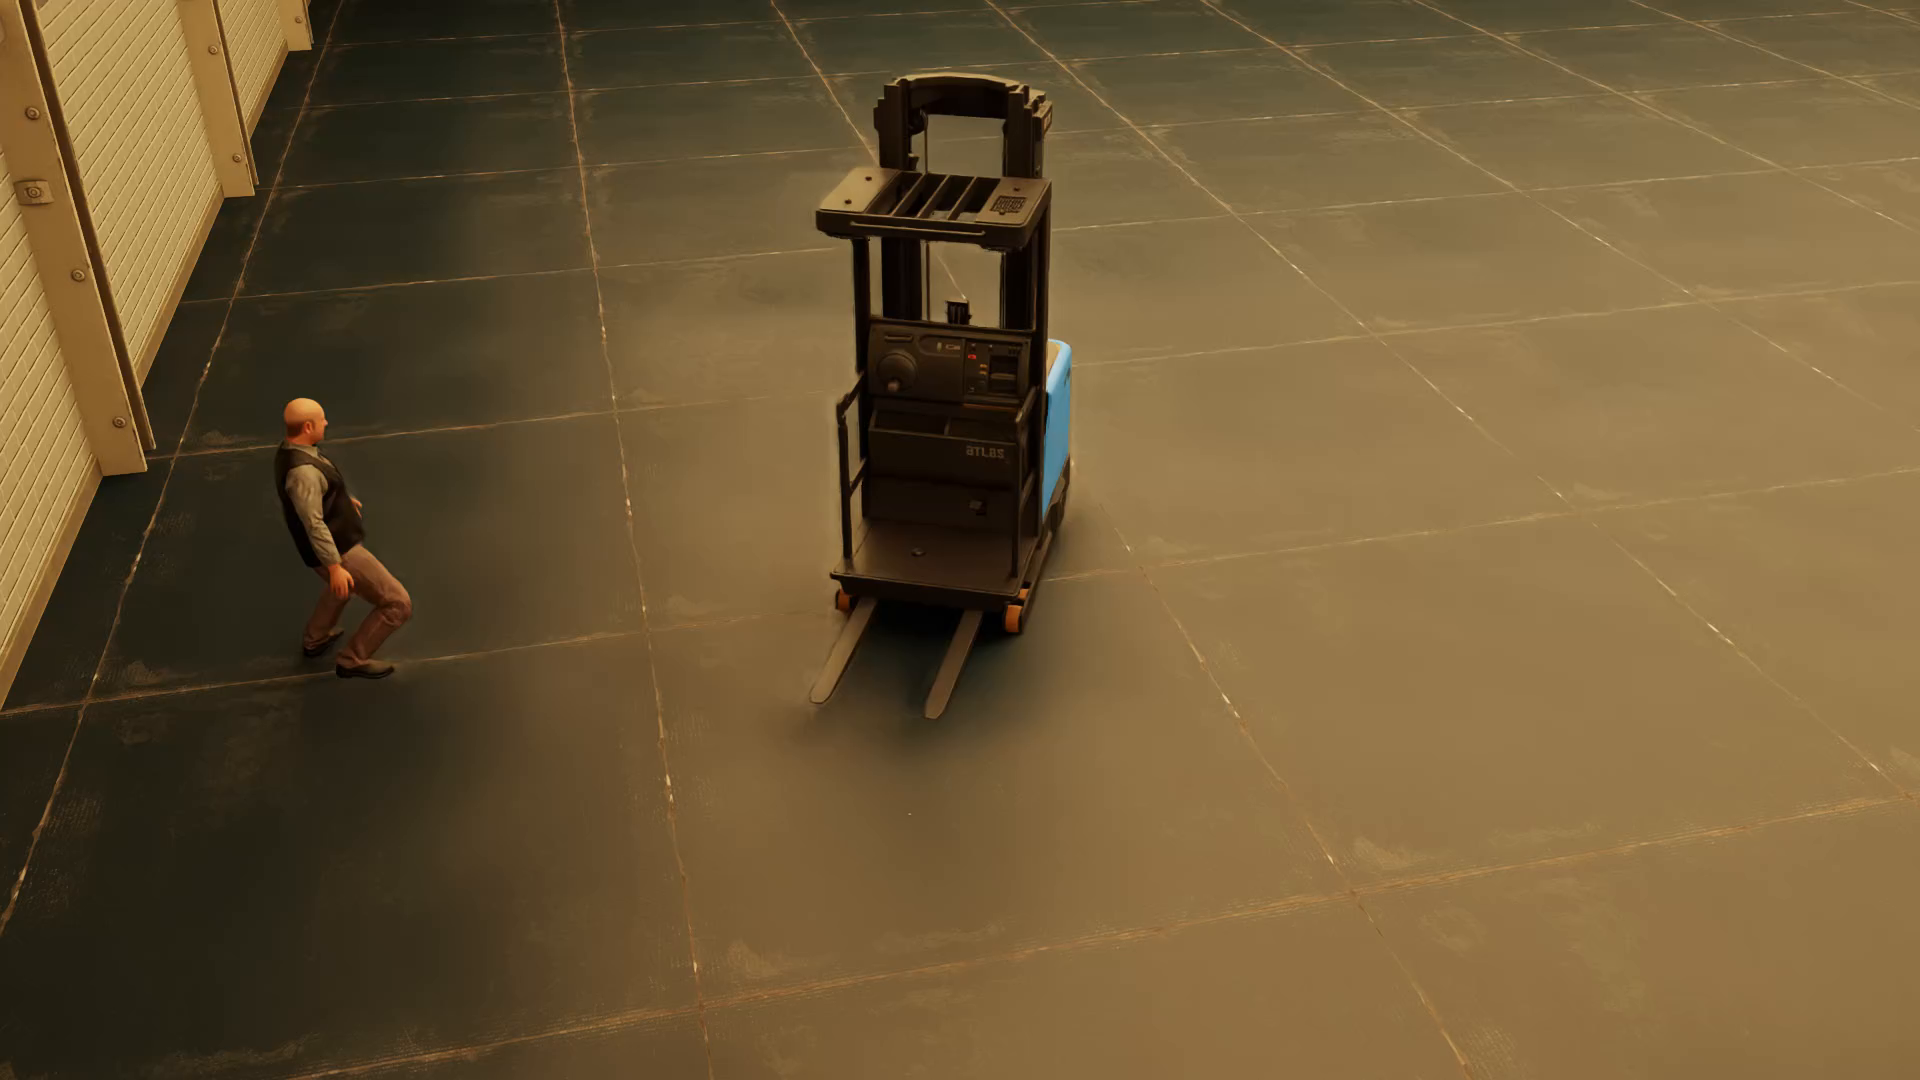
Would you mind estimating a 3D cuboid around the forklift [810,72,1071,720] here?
[{"bbox_3d":[-0.110,-0.939,9.197,1.130,2.935,3.031,7,31,11],"label":"forklift"}]

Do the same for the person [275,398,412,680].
[{"bbox_3d":[-3.340,-0.004,8.921,0.594,1.613,0.915,-12,32,-20],"label":"person"}]
